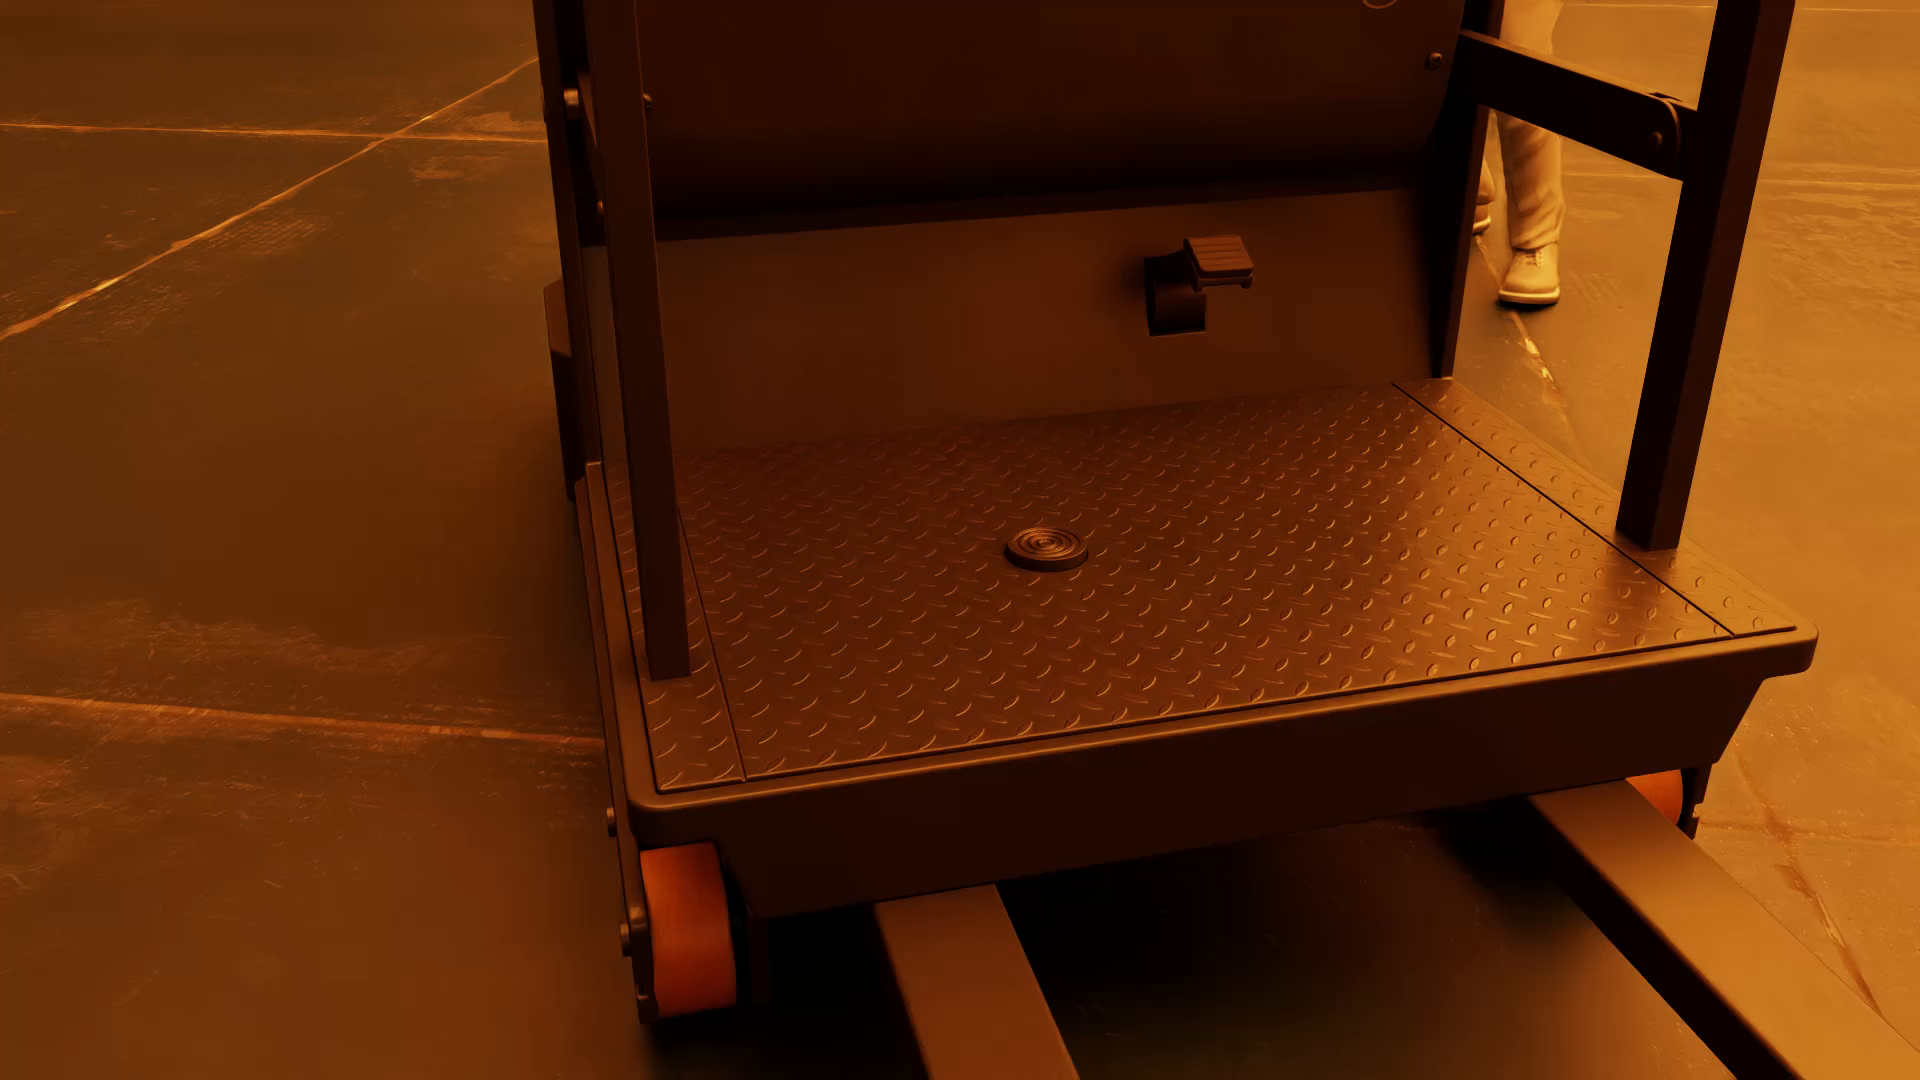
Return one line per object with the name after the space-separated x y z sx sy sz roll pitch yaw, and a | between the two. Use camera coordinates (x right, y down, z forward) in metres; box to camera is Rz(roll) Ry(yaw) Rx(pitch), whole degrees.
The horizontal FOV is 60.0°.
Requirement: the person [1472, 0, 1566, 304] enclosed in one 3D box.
1.137 -1.380 3.455 0.393 1.632 0.788 -12 29 -22 | person

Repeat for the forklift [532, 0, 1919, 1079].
0.153 -1.049 1.319 1.130 2.935 3.031 -7 27 -13 | forklift
